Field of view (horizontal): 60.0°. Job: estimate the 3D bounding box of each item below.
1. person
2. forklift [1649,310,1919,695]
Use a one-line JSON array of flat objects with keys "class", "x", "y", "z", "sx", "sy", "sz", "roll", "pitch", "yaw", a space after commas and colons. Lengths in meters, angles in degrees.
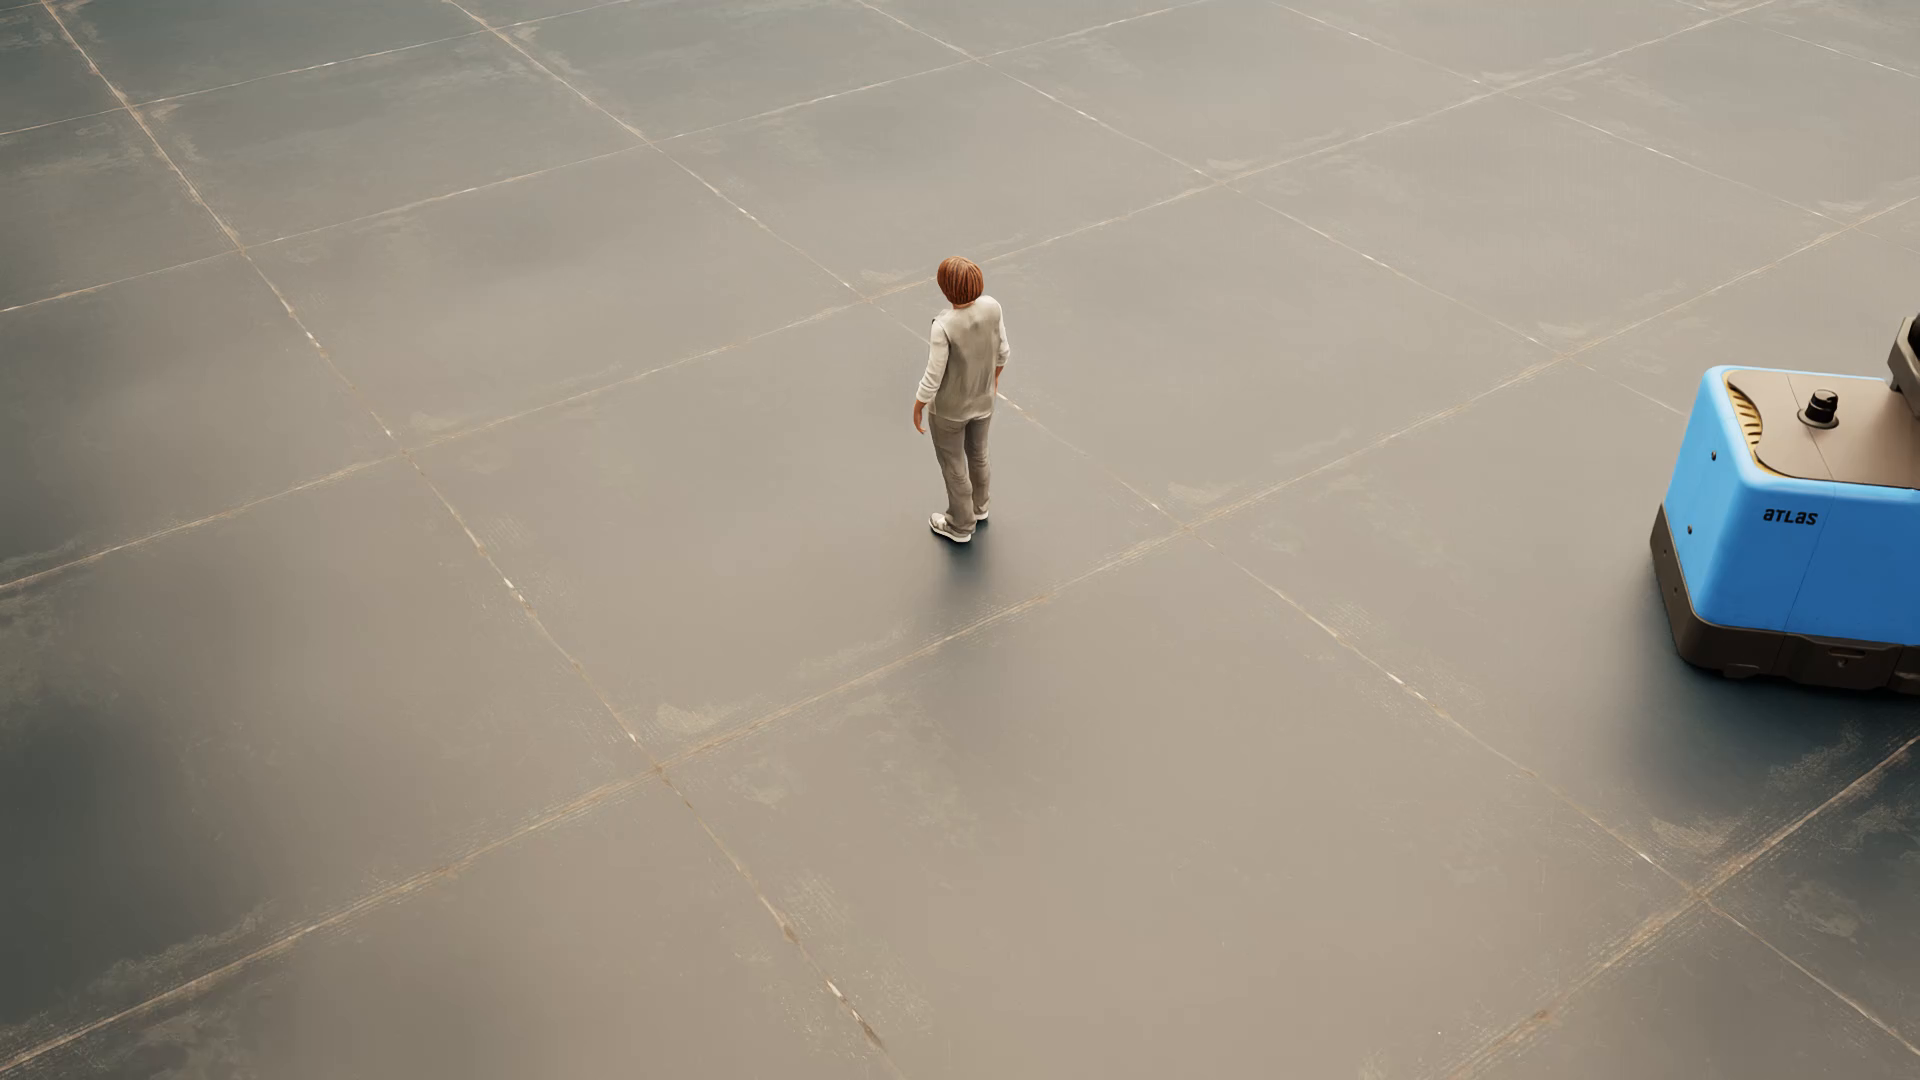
[{"class": "person", "x": -0.031, "y": -0.689, "z": 7.985, "sx": 0.520, "sy": 1.597, "sz": 0.475, "roll": -23, "pitch": 42, "yaw": -28}, {"class": "forklift", "x": 4.848, "y": -0.704, "z": 6.897, "sx": 3.031, "sy": 2.935, "sz": 1.130, "roll": 6, "pitch": 37, "yaw": 8}]
